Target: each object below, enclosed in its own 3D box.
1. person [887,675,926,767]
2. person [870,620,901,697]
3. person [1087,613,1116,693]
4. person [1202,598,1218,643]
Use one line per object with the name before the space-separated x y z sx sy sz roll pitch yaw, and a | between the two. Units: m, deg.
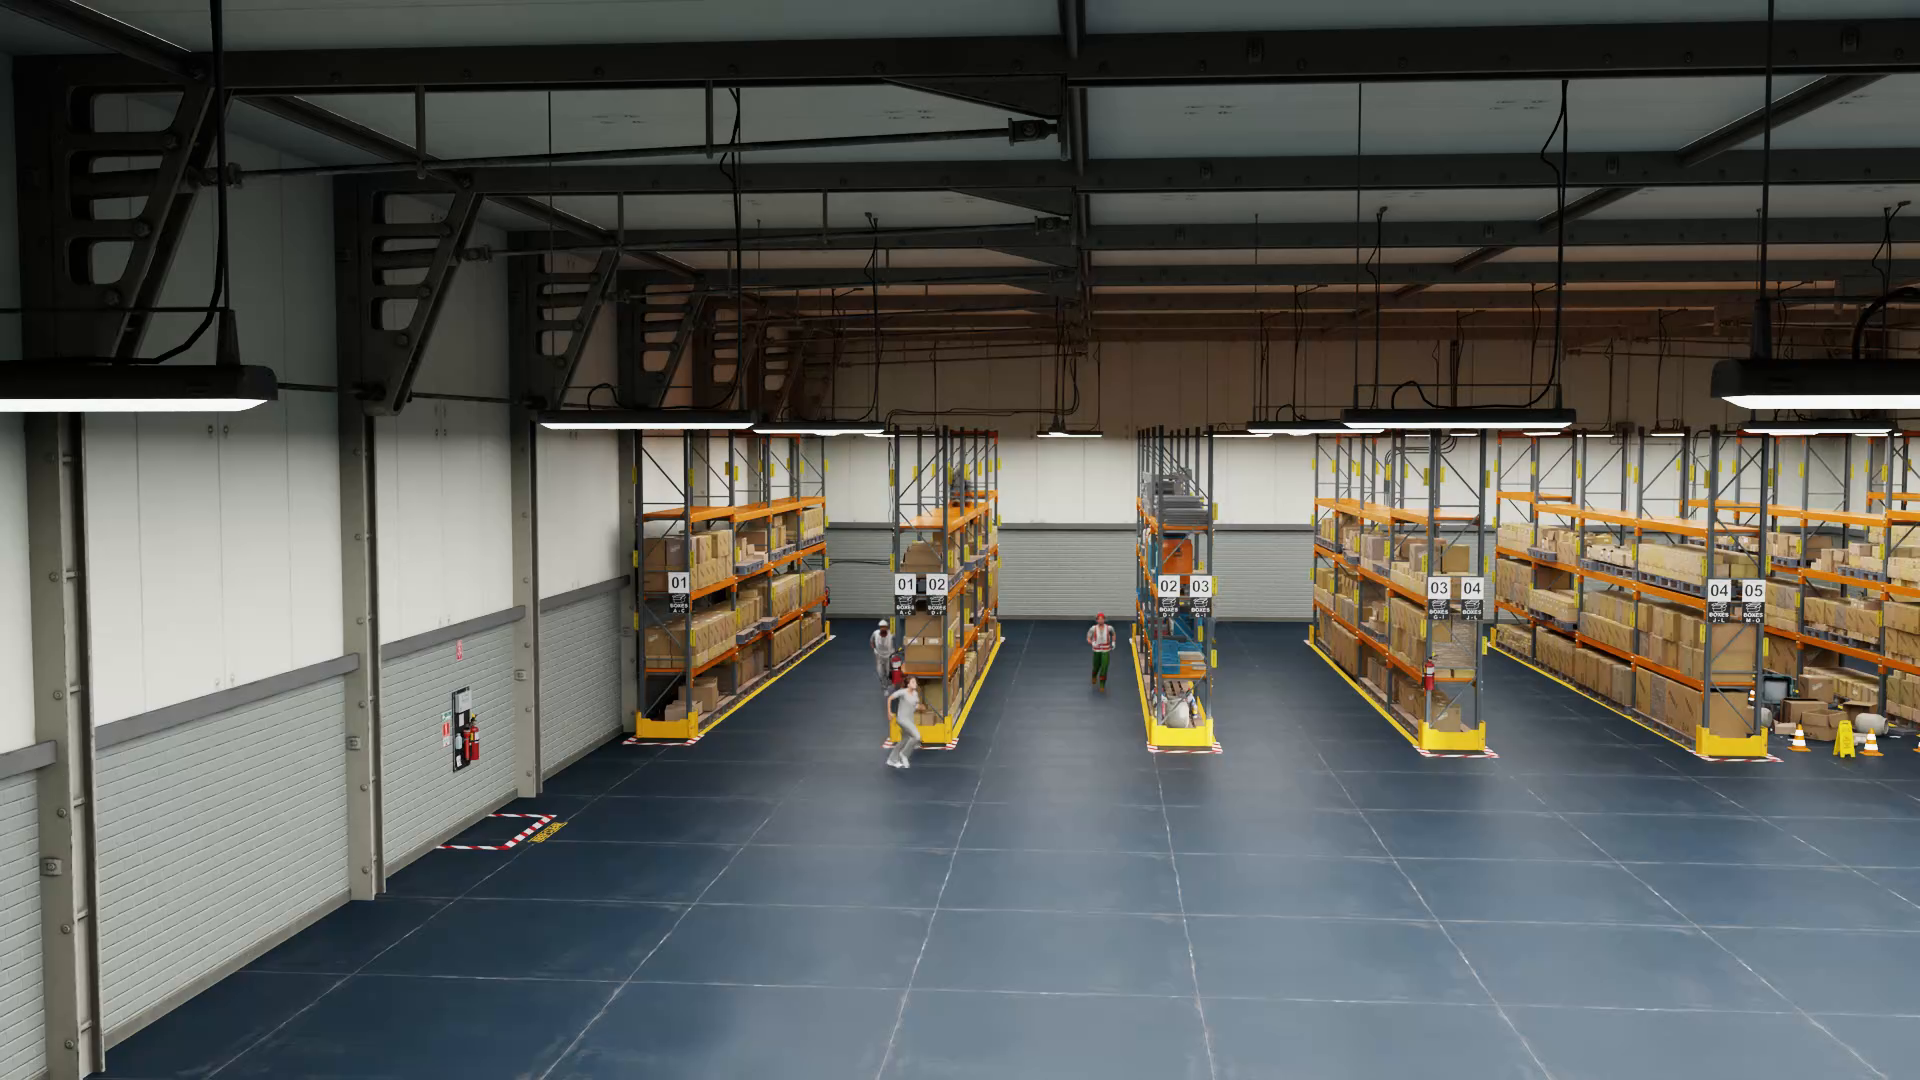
person | -0.933 3.156 28.830 0.757 1.609 0.596 2 4 33
person | -1.678 2.633 37.234 0.670 1.723 0.772 1 3 10
person | 3.230 2.553 37.997 0.667 1.786 0.956 0 3 2
person | 6.932 2.043 47.134 0.794 1.754 0.841 -2 4 -33
